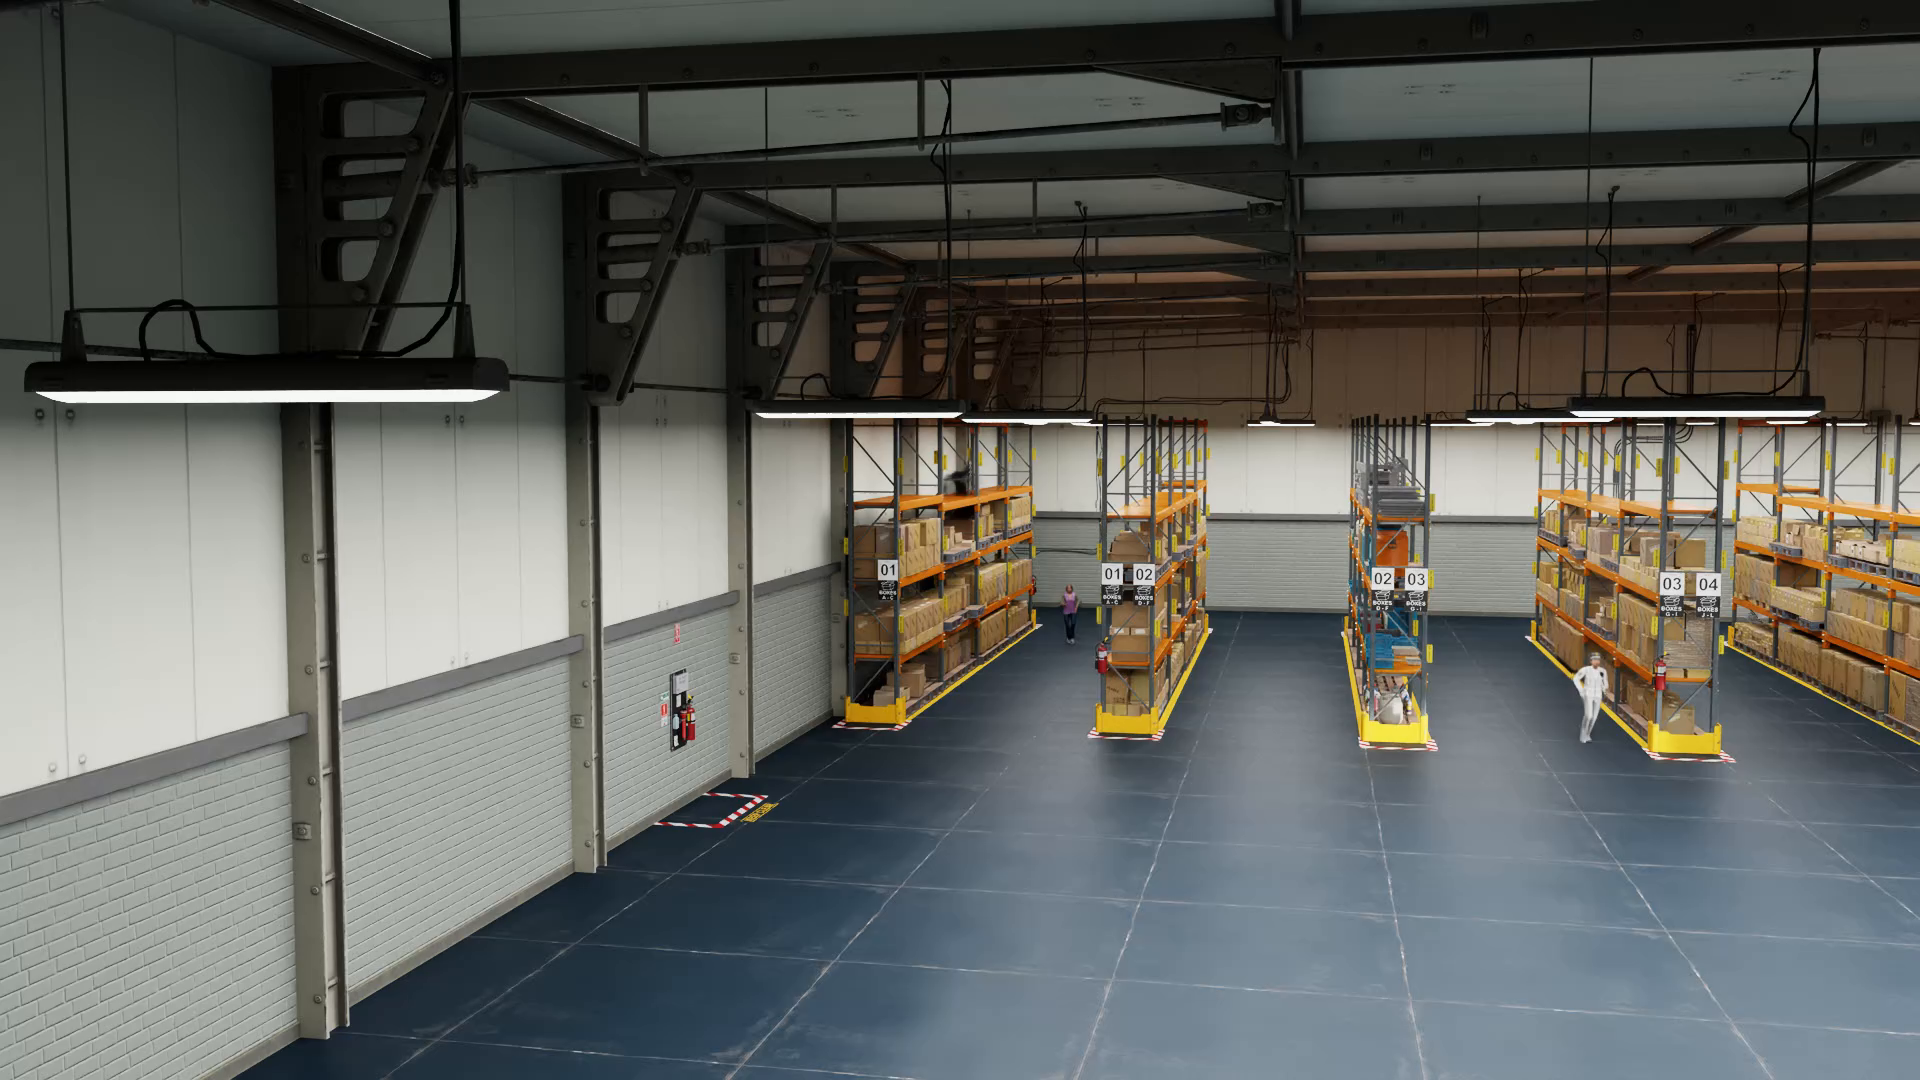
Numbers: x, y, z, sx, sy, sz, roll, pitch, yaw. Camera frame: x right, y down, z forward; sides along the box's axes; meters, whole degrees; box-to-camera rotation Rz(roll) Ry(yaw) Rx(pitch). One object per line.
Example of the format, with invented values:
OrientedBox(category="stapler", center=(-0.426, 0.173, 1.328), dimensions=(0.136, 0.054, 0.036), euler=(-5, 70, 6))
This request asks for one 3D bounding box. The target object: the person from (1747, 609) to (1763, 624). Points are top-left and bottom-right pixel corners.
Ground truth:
OrientedBox(category="person", center=(21.602, 1.881, 45.106), dimensions=(0.912, 1.749, 0.759), euler=(4, 5, 43))

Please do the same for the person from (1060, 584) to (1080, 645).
OrientedBox(category="person", center=(2.926, 1.986, 44.270), dimensions=(0.518, 1.596, 0.649), euler=(0, 4, 3))

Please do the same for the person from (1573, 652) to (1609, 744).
OrientedBox(category="person", center=(11.523, 2.876, 30.289), dimensions=(0.594, 1.688, 0.637), euler=(0, 4, 3))
